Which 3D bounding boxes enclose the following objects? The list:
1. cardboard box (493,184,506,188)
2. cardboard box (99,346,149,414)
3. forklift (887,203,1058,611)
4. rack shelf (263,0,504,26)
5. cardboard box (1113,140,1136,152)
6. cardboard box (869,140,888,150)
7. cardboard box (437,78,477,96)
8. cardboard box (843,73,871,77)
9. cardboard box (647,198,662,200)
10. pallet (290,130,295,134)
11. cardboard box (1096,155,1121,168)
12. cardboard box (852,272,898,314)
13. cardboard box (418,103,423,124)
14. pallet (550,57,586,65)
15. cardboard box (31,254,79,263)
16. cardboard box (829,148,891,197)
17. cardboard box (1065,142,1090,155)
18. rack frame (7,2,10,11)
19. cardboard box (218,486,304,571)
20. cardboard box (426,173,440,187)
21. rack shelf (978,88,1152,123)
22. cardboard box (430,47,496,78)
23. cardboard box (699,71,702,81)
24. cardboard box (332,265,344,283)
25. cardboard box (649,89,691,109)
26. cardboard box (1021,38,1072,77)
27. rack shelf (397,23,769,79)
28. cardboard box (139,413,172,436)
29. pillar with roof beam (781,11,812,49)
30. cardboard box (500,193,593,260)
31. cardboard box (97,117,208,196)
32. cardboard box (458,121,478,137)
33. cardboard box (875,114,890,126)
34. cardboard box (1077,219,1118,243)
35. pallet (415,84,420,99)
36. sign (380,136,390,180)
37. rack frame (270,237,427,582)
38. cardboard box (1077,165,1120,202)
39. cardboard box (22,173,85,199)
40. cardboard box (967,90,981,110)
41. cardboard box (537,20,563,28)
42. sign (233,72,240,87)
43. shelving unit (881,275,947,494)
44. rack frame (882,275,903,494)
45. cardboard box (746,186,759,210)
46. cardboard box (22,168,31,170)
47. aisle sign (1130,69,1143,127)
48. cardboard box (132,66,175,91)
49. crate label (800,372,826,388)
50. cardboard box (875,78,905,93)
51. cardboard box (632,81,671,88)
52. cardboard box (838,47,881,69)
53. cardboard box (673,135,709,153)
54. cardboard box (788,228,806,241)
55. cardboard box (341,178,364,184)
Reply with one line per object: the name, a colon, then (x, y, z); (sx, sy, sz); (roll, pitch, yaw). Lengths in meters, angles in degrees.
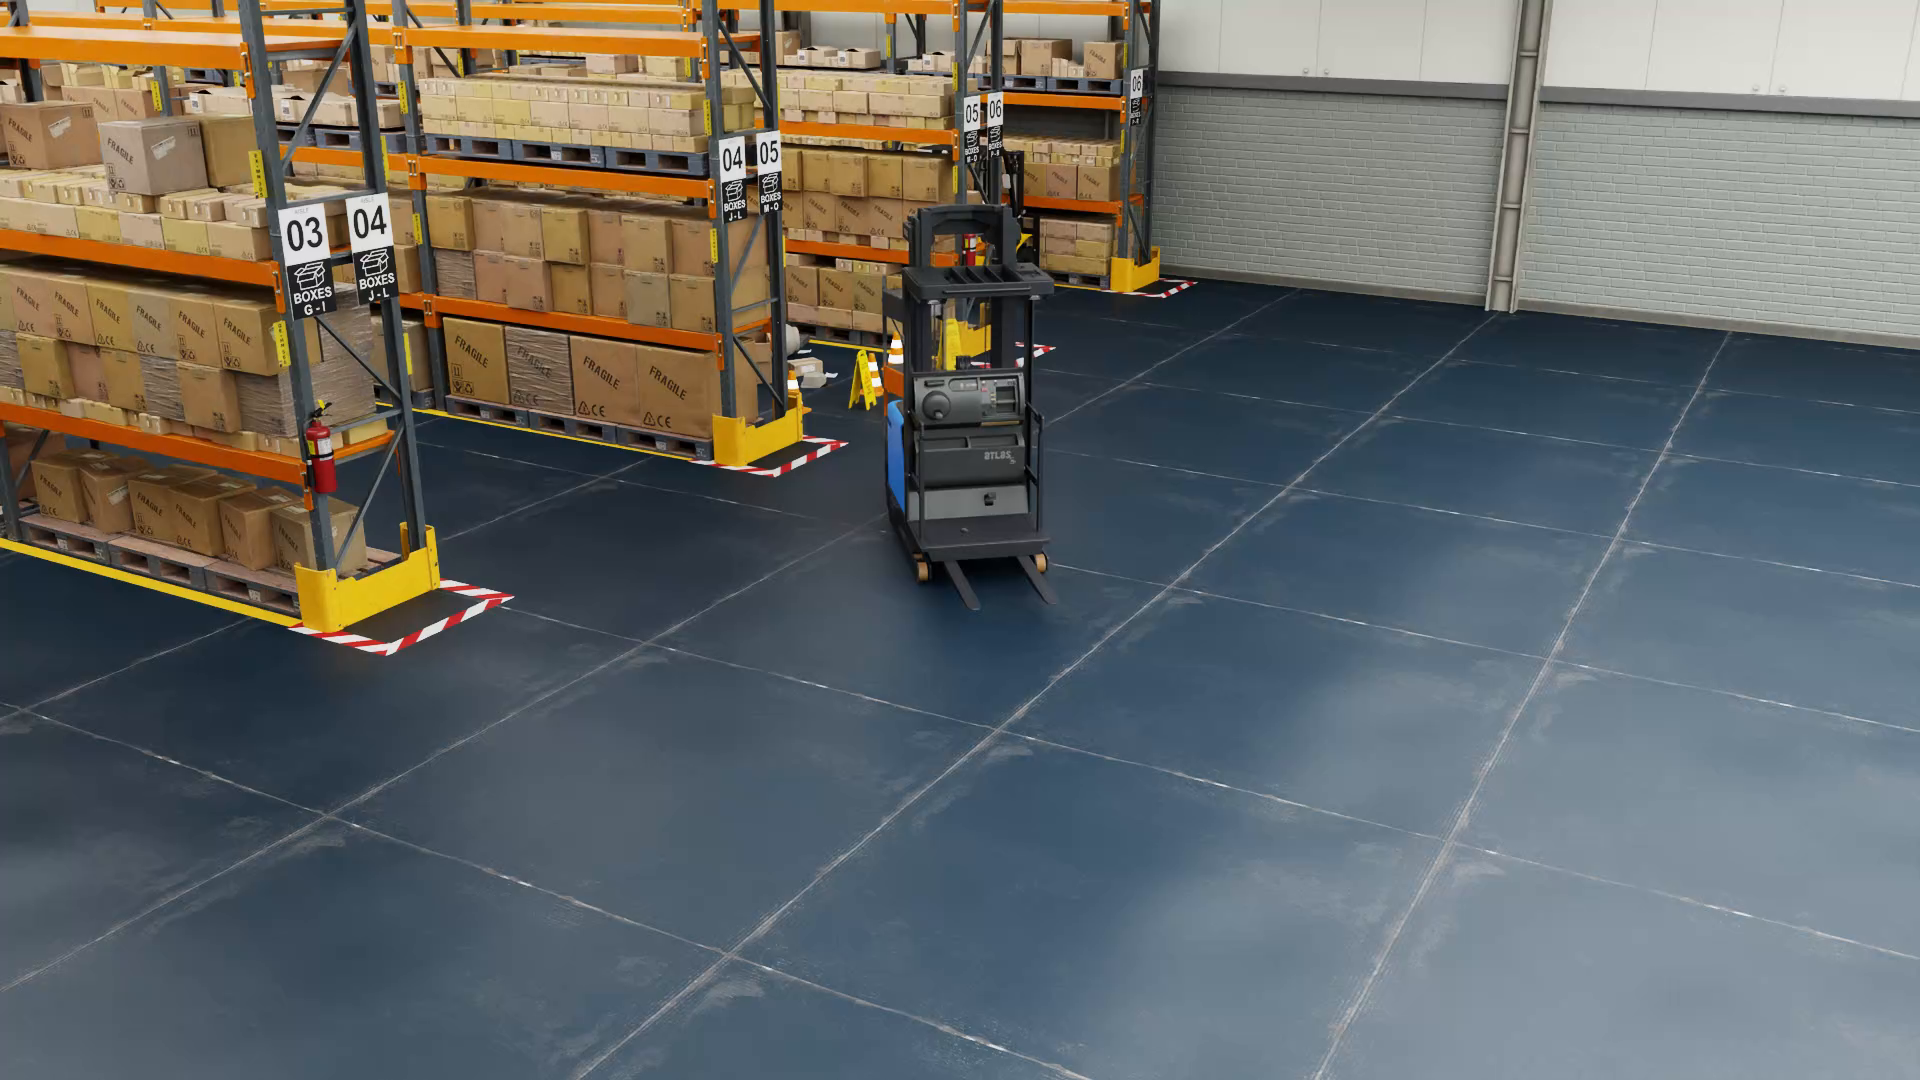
cardboard box: (-6.559, -5.132, 24.164); (0.250, 0.149, 0.380); (9, 22, 24)
cardboard box: (-6.409, -1.398, 13.535); (0.500, 0.500, 0.875); (11, 23, 27)
forklift: (0.121, -1.169, 13.588); (1.130, 2.935, 3.031); (-4, 20, -11)
rack shelf: (-8.498, -7.789, 24.579); (4.000, 0.370, 1.077); (11, 23, 27)
cardboard box: (2.460, -5.921, 25.053); (0.250, 0.149, 0.380); (10, 22, 26)
cardboard box: (-1.249, -6.318, 26.583); (0.250, 0.149, 0.380); (12, 23, 29)
cardboard box: (-5.211, -4.714, 17.296); (0.250, 0.149, 0.380); (11, 22, 27)
cardboard box: (-1.292, -5.881, 21.276); (0.250, 0.149, 0.380); (11, 23, 28)
cardboard box: (-4.066, -4.629, 22.776); (0.250, 0.149, 0.380); (10, 22, 26)
pallet: (-8.490, -4.902, 19.655); (1.003, 0.211, 1.213); (12, 23, 30)
cardboard box: (2.210, -5.636, 24.703); (0.250, 0.149, 0.380); (11, 23, 28)
cardboard box: (-1.052, -3.230, 21.486); (0.500, 0.500, 0.500); (12, 23, 29)
cardboard box: (-5.991, -4.772, 18.456); (0.396, 0.266, 0.258); (10, 22, 26)
pallet: (-6.385, -8.326, 29.094); (1.003, 0.211, 1.213); (11, 23, 27)
cardboard box: (-7.566, -2.210, 14.309); (0.500, 0.500, 0.500); (11, 23, 27)
cardboard box: (-1.254, -4.649, 21.031); (0.500, 0.500, 0.700); (10, 22, 27)
cardboard box: (1.762, -5.866, 24.900); (0.250, 0.149, 0.380); (11, 23, 28)
rack frame: (-12.570, -7.157, 21.196); (0.127, 3.000, 1.000); (11, 23, 27)
cardboard box: (-5.677, -0.102, 13.594); (0.500, 0.500, 0.500); (18, 27, 41)
cardboard box: (-7.749, -5.416, 24.680); (0.500, 0.250, 0.500); (10, 22, 26)
rack shelf: (0.903, -6.714, 25.430); (4.000, 0.370, 1.077); (11, 23, 27)
cardboard box: (-7.155, -6.836, 23.943); (0.637, 0.503, 0.797); (9, 22, 24)
cardboard box: (-3.575, -6.250, 22.700); (0.500, 0.250, 0.500); (10, 22, 26)
cardboard box: (-7.055, -3.229, 19.018); (0.500, 0.500, 0.500); (11, 23, 28)
cardboard box: (-2.771, -4.249, 16.016); (0.250, 0.149, 0.380); (11, 23, 28)
cardboard box: (1.298, -7.213, 24.839); (0.500, 0.500, 0.700); (11, 23, 28)
rack shelf: (-3.840, -4.968, 16.803); (4.000, 0.370, 1.077); (11, 23, 27)
cardboard box: (-6.312, -0.967, 13.299); (0.250, 0.149, 0.380); (11, 23, 27)
pillar with roof beam: (-4.857, -8.230, 24.156); (0.400, 9.000, 9.100); (11, 23, 27)
cardboard box: (-4.340, -3.325, 17.627); (0.550, 0.550, 0.875); (11, 23, 27)
cardboard box: (-6.078, -2.896, 12.532); (0.500, 0.500, 0.500); (11, 23, 27)
cardboard box: (-4.990, -4.297, 17.316); (0.250, 0.149, 0.380); (11, 23, 27)
cardboard box: (-0.853, -5.248, 20.700); (0.250, 0.149, 0.380); (11, 23, 28)
cardboard box: (2.095, -4.668, 25.084); (0.500, 0.250, 0.500); (12, 23, 29)
pallet: (-7.340, -6.575, 24.267); (1.003, 0.211, 1.213); (12, 23, 30)
sign: (-4.337, -2.864, 12.478); (0.005, 0.325, 0.100); (11, 23, 27)
rack frame: (-4.601, -0.881, 12.694); (0.127, 3.000, 1.000); (11, 23, 27)
cardboard box: (2.091, -5.361, 24.895); (0.500, 0.500, 0.500); (10, 22, 26)
cardboard box: (-7.232, -2.824, 13.286); (0.250, 0.149, 0.380); (12, 23, 29)
cardboard box: (-0.077, -5.474, 20.739); (0.500, 0.250, 0.500); (10, 22, 26)
cardboard box: (-7.280, -9.112, 29.547); (0.258, 0.266, 0.396); (11, 23, 27)
sign: (-8.800, -5.526, 20.224); (0.005, 0.325, 0.100); (11, 23, 27)
shelving unit: (-0.418, -1.383, 15.397); (0.431, 2.100, 0.503); (-10, 22, -26)
rack frame: (-0.533, -1.457, 15.599); (0.400, 2.100, 0.015); (-10, 22, -26)
cardboard box: (-2.563, -4.451, 21.951); (0.500, 0.500, 0.500); (11, 23, 27)
cardboard box: (-7.669, -3.106, 14.062); (0.250, 0.149, 0.380); (12, 23, 29)
aisle sign: (2.563, -6.434, 24.188); (0.004, 0.787, 0.394); (11, 23, 27)
cardboard box: (-9.558, -5.478, 19.699); (0.258, 0.266, 0.396); (11, 23, 27)
crate label: (-1.734, -1.899, 19.696); (0.298, 0.136, 0.250); (0, 20, -1)
cardboard box: (-0.842, -5.616, 20.545); (0.250, 0.149, 0.380); (11, 23, 28)
cardboard box: (-3.117, -4.572, 16.906); (0.250, 0.149, 0.380); (10, 22, 26)
cardboard box: (-1.594, -7.635, 26.283); (0.500, 0.311, 0.500); (10, 22, 26)
cardboard box: (-2.550, -3.832, 16.035); (0.250, 0.149, 0.380); (11, 23, 27)
cardboard box: (-2.030, -4.015, 21.701); (0.250, 0.149, 0.380); (11, 23, 28)
cardboard box: (-9.097, -5.429, 25.451); (0.500, 0.250, 0.500); (11, 22, 27)
